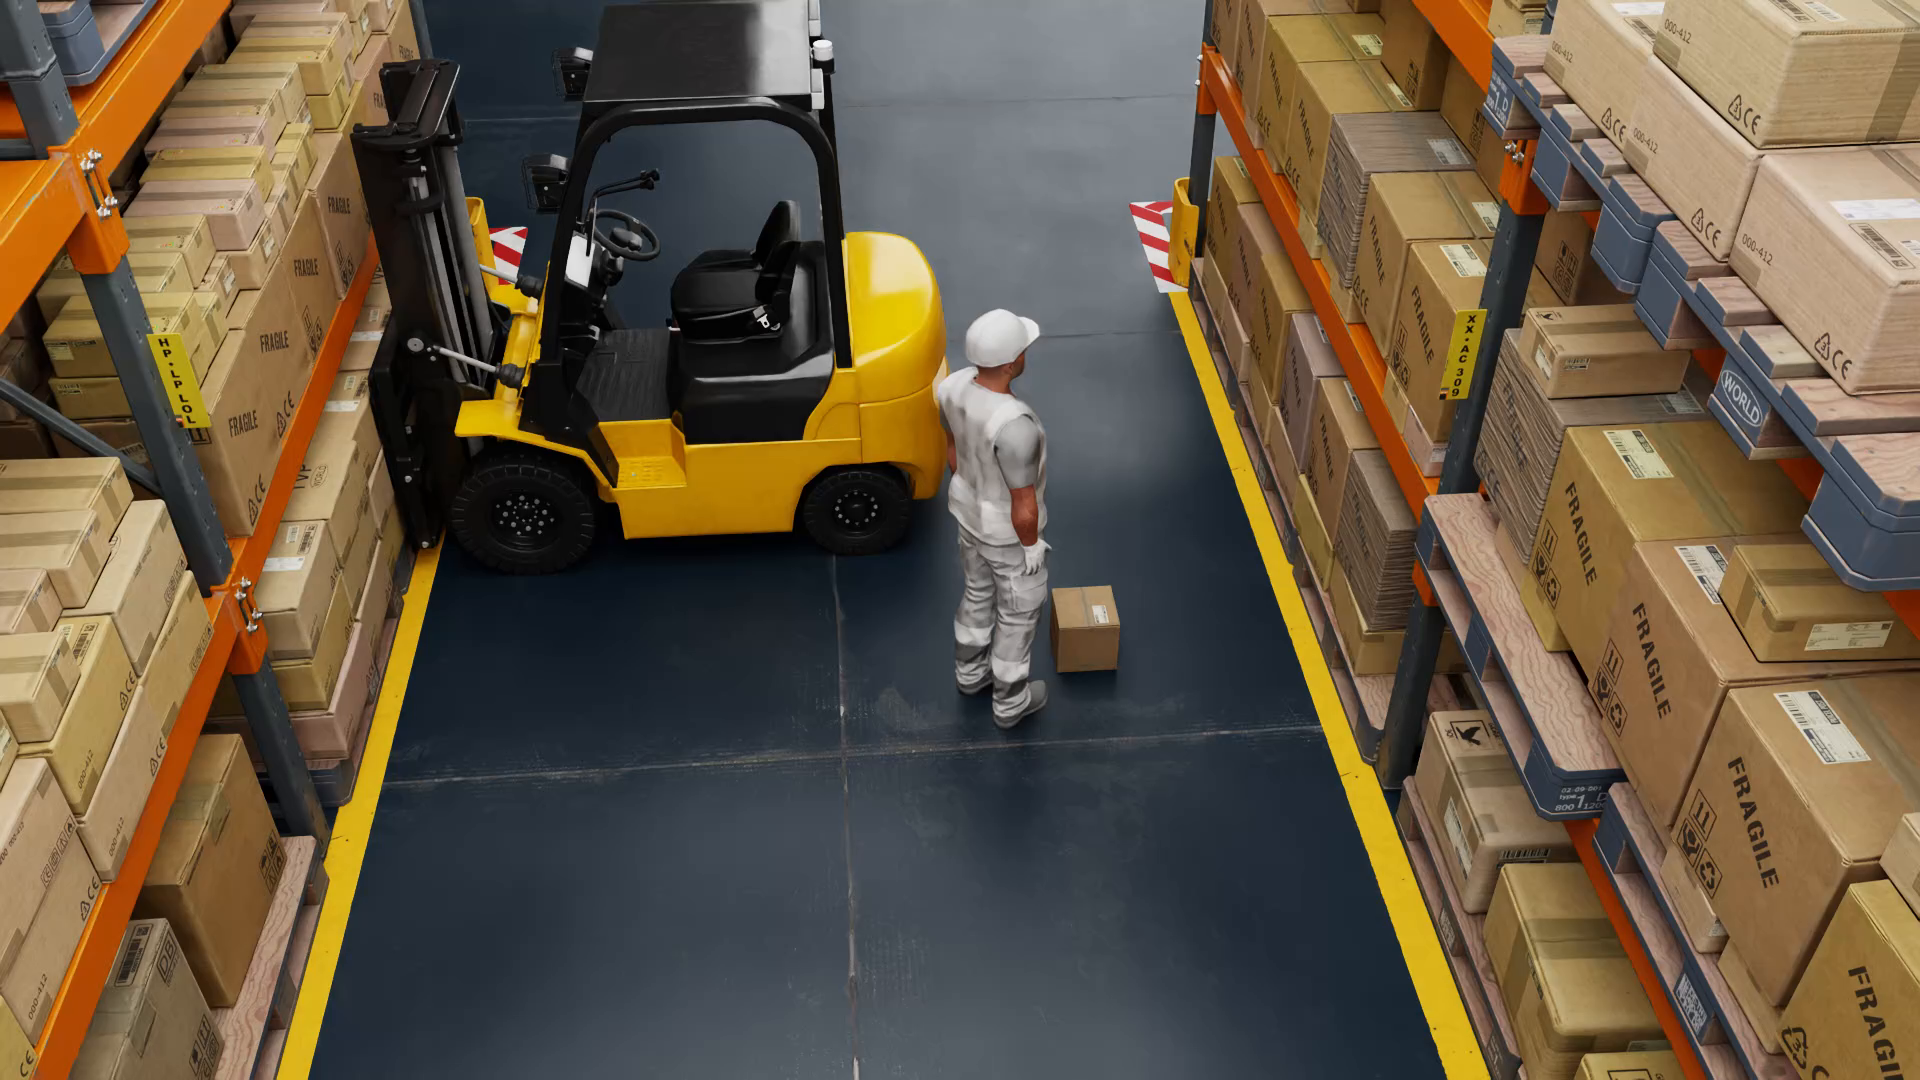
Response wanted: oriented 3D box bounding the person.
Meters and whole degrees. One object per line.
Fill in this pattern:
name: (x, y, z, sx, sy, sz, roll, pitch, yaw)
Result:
person: (0.149, -0.085, 6.238, 0.351, 1.790, 0.529, -21, 43, -24)
